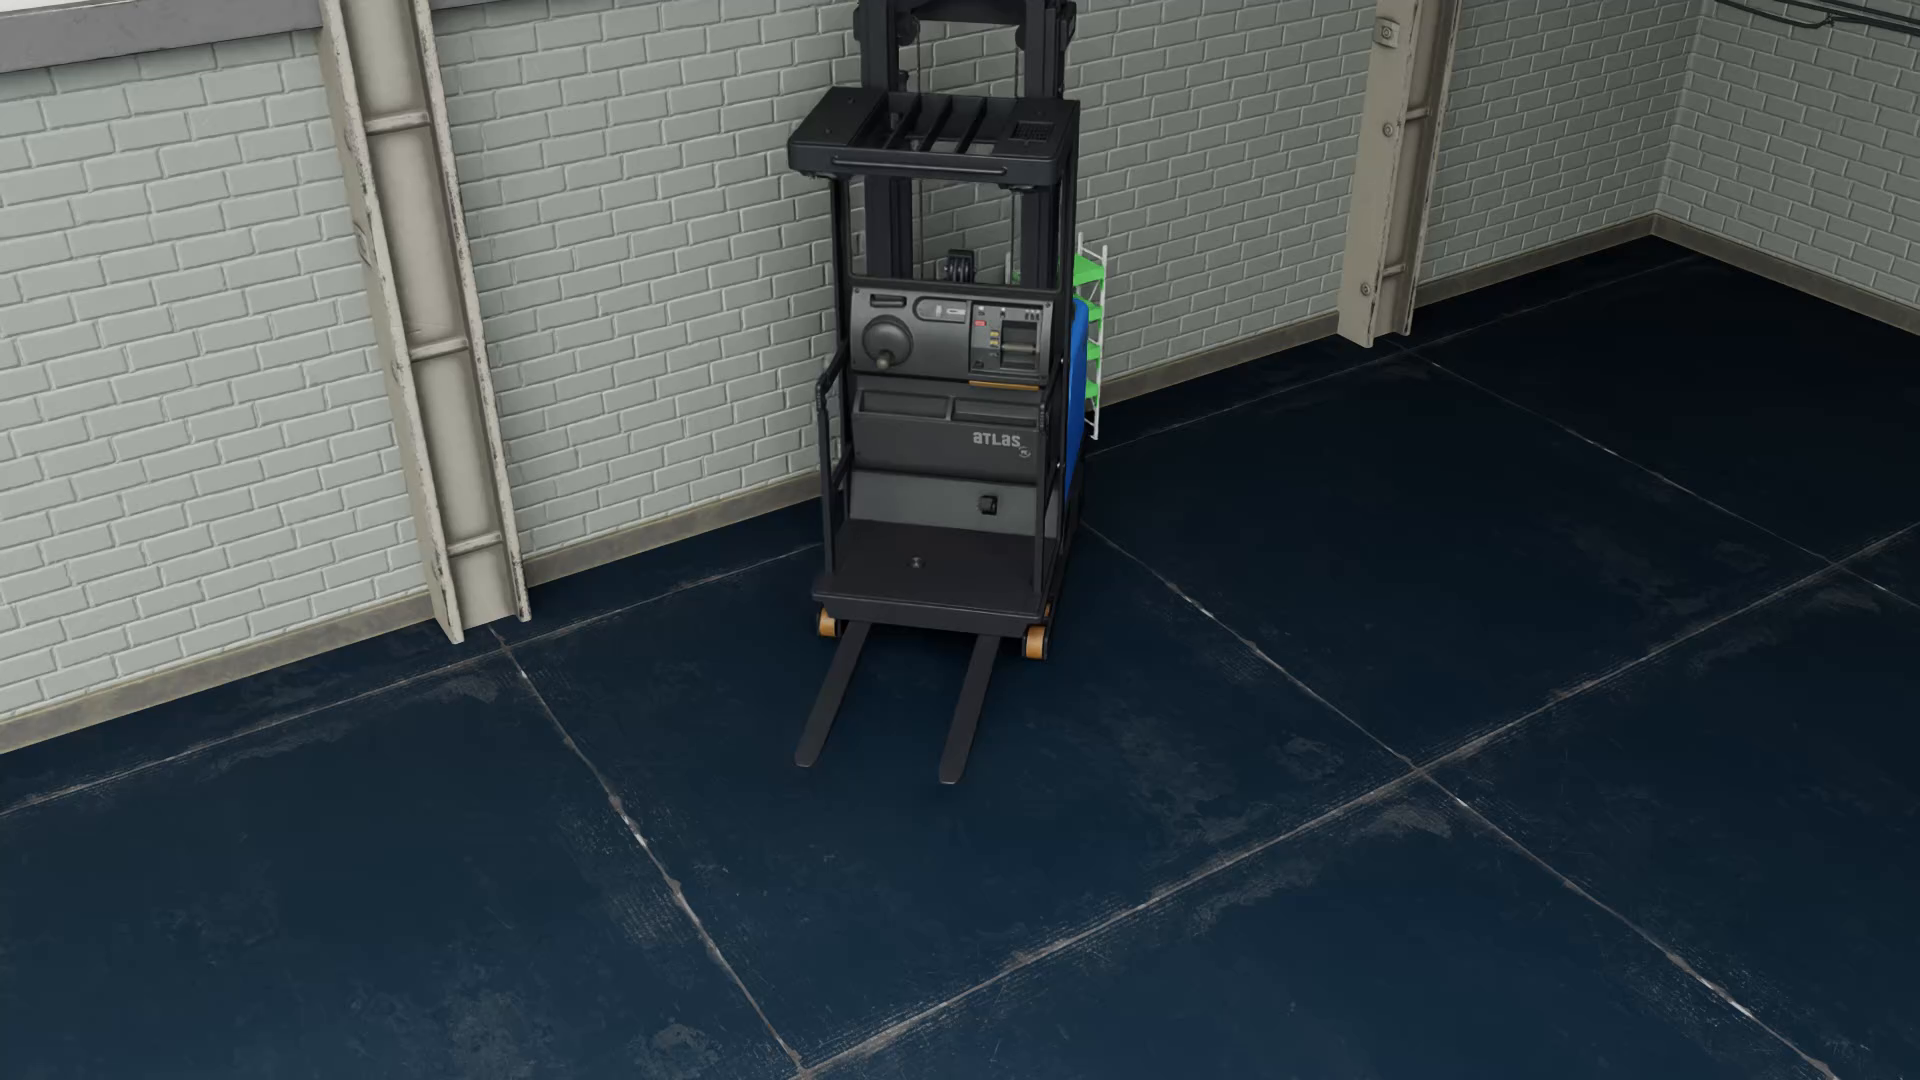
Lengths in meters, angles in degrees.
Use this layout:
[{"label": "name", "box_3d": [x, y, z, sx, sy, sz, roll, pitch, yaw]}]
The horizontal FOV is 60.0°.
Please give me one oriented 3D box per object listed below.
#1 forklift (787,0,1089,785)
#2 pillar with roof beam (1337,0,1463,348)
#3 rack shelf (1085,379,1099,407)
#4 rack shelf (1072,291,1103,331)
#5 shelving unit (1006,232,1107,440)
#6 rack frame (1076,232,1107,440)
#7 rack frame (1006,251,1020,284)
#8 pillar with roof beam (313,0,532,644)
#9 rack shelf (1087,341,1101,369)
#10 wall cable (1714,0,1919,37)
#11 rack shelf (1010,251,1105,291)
[{"label": "forklift", "box_3d": [-0.078, -0.886, 7.407, 1.130, 2.935, 3.031, 6, 33, 9]}, {"label": "pillar with roof beam", "box_3d": [5.034, -3.236, 5.445, 0.400, 9.000, 9.100, -19, 37, -27]}, {"label": "rack shelf", "box_3d": [0.524, -0.813, 9.483, 0.480, 0.148, 0.258, -19, 37, -28]}, {"label": "rack shelf", "box_3d": [0.524, -1.219, 9.227, 0.480, 0.148, 0.258, -19, 37, -28]}, {"label": "shelving unit", "box_3d": [0.524, -1.070, 9.321, 0.503, 1.200, 0.258, -19, 37, -28]}, {"label": "rack frame", "box_3d": [0.728, -1.142, 9.435, 0.015, 1.200, 0.240, -19, 37, -28]}, {"label": "rack frame", "box_3d": [0.321, -0.998, 9.207, 0.015, 1.200, 0.240, -19, 37, -28]}, {"label": "pillar with roof beam", "box_3d": [-0.009, -1.501, 2.696, 0.400, 9.000, 9.100, -19, 37, -27]}, {"label": "rack shelf", "box_3d": [0.524, -1.016, 9.355, 0.480, 0.148, 0.258, -19, 37, -28]}, {"label": "wall cable", "box_3d": [5.895, -4.112, 9.744, 0.112, 2.526, 3.097, -19, 37, -27]}, {"label": "rack shelf", "box_3d": [0.524, -1.422, 9.099, 0.480, 0.148, 0.258, -19, 37, -28]}]
